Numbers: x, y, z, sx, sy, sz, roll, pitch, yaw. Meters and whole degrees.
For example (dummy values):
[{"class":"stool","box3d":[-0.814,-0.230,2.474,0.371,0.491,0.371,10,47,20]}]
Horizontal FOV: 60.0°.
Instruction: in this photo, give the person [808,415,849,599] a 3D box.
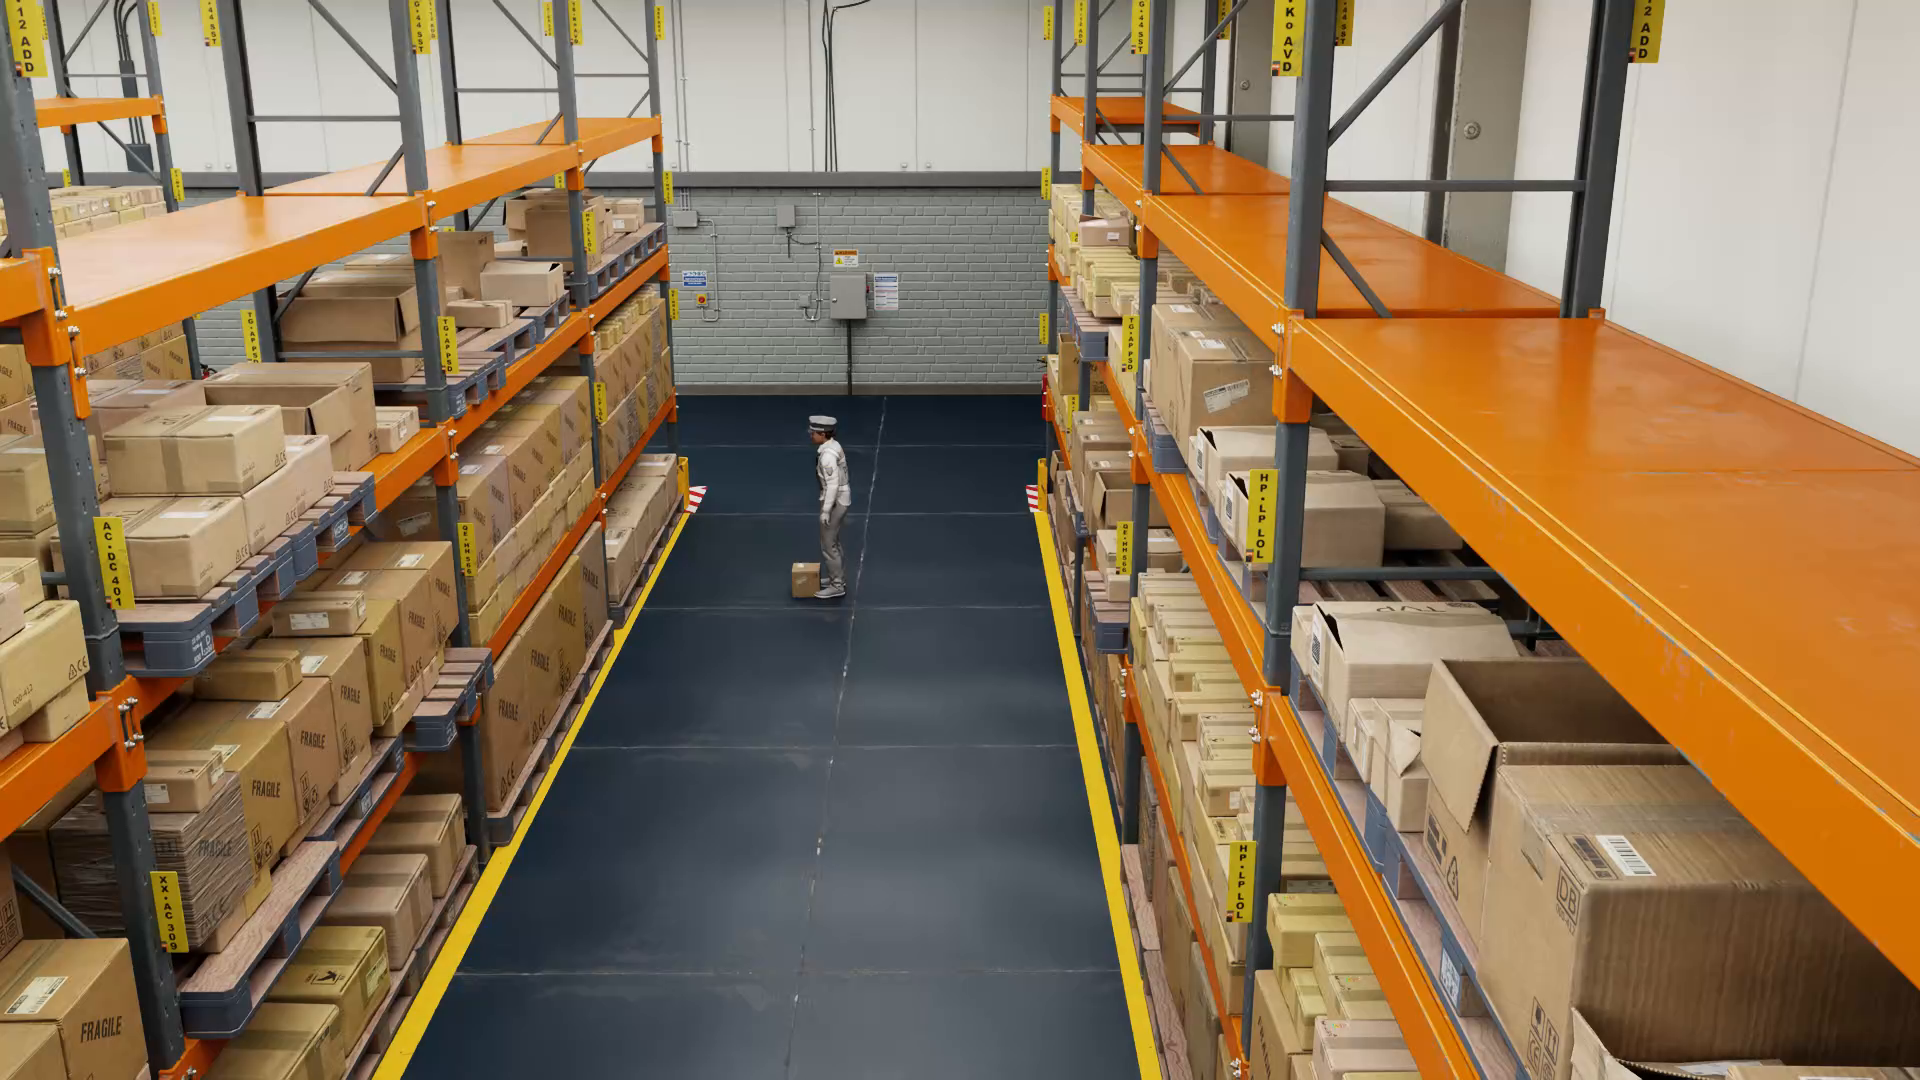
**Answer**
[{"class":"person","box3d":[-1.181,-0.320,15.094,0.358,1.663,0.449,0,17,-1]}]
